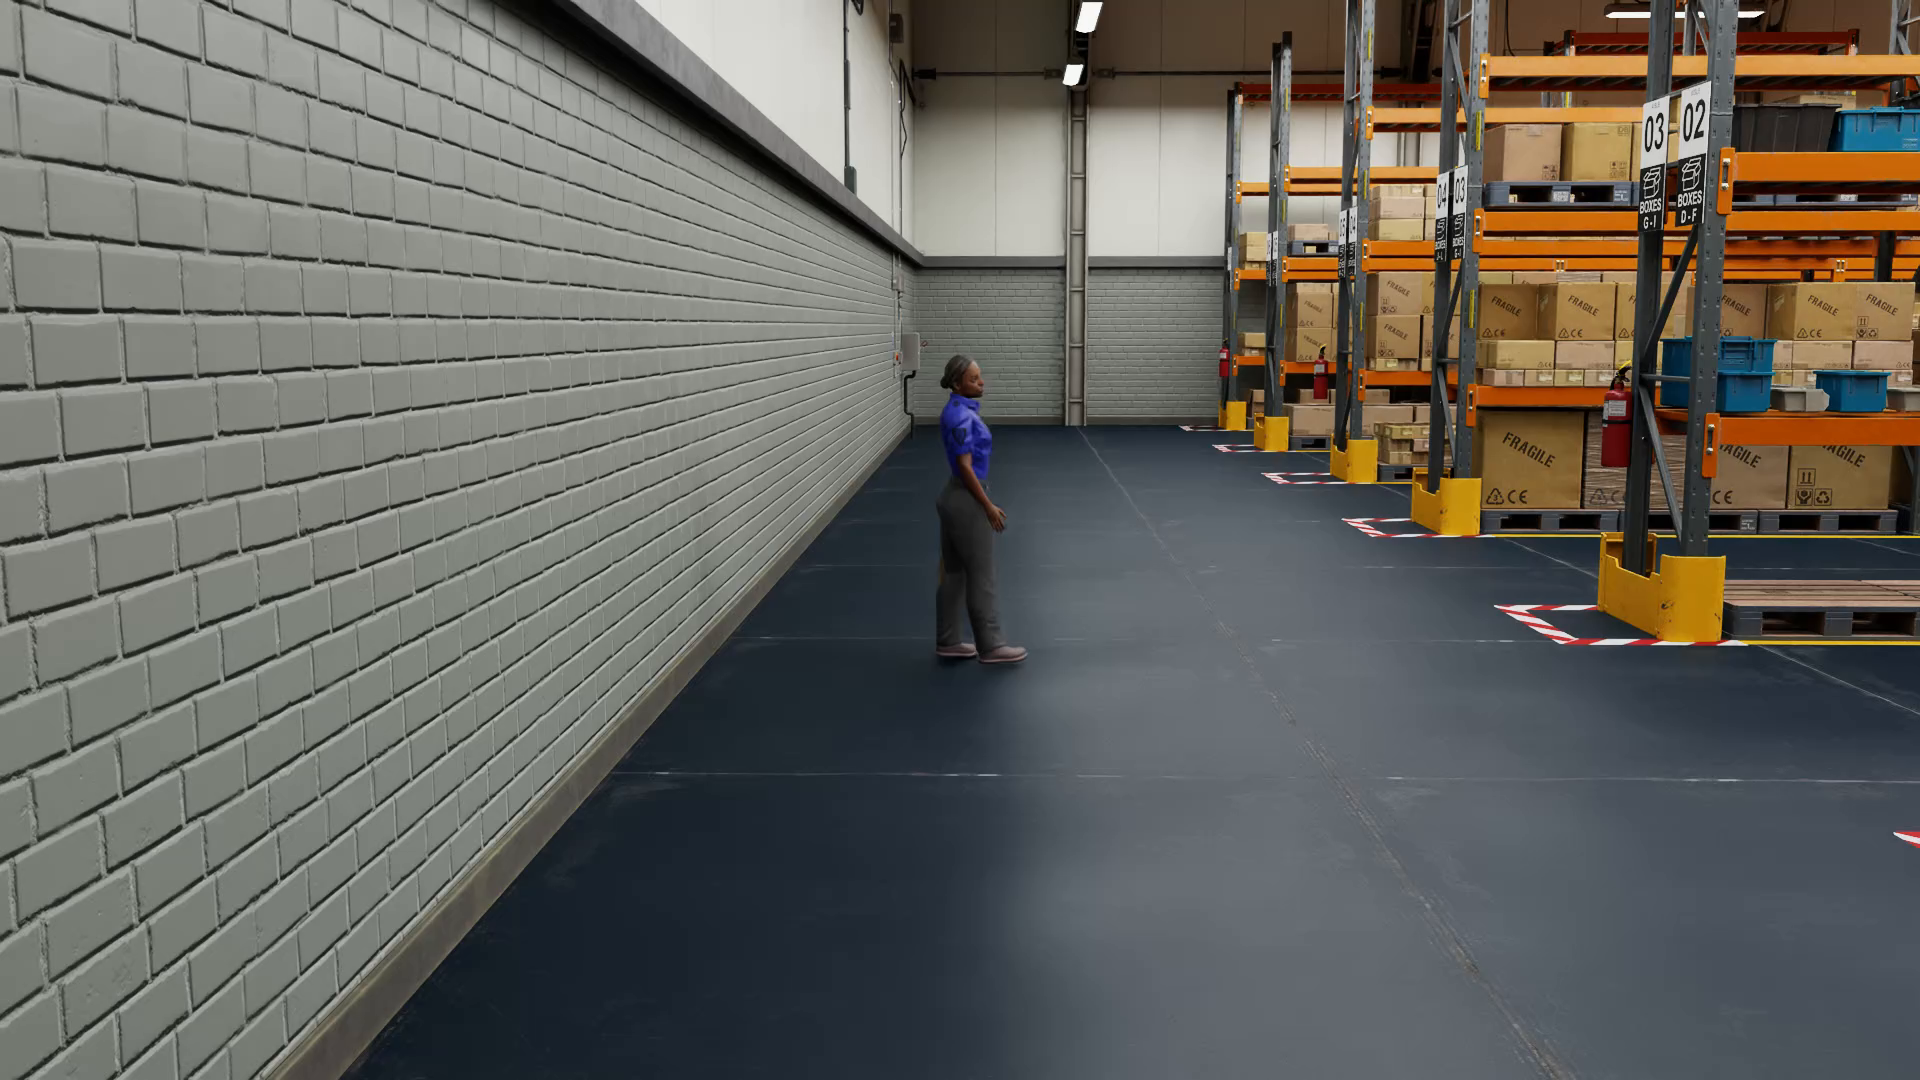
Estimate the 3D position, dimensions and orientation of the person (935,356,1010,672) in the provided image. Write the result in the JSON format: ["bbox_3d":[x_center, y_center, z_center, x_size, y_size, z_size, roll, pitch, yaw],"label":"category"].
[{"bbox_3d":[0.079,-0.154,8.856,0.571,1.647,0.550,5,9,32],"label":"person"}]
